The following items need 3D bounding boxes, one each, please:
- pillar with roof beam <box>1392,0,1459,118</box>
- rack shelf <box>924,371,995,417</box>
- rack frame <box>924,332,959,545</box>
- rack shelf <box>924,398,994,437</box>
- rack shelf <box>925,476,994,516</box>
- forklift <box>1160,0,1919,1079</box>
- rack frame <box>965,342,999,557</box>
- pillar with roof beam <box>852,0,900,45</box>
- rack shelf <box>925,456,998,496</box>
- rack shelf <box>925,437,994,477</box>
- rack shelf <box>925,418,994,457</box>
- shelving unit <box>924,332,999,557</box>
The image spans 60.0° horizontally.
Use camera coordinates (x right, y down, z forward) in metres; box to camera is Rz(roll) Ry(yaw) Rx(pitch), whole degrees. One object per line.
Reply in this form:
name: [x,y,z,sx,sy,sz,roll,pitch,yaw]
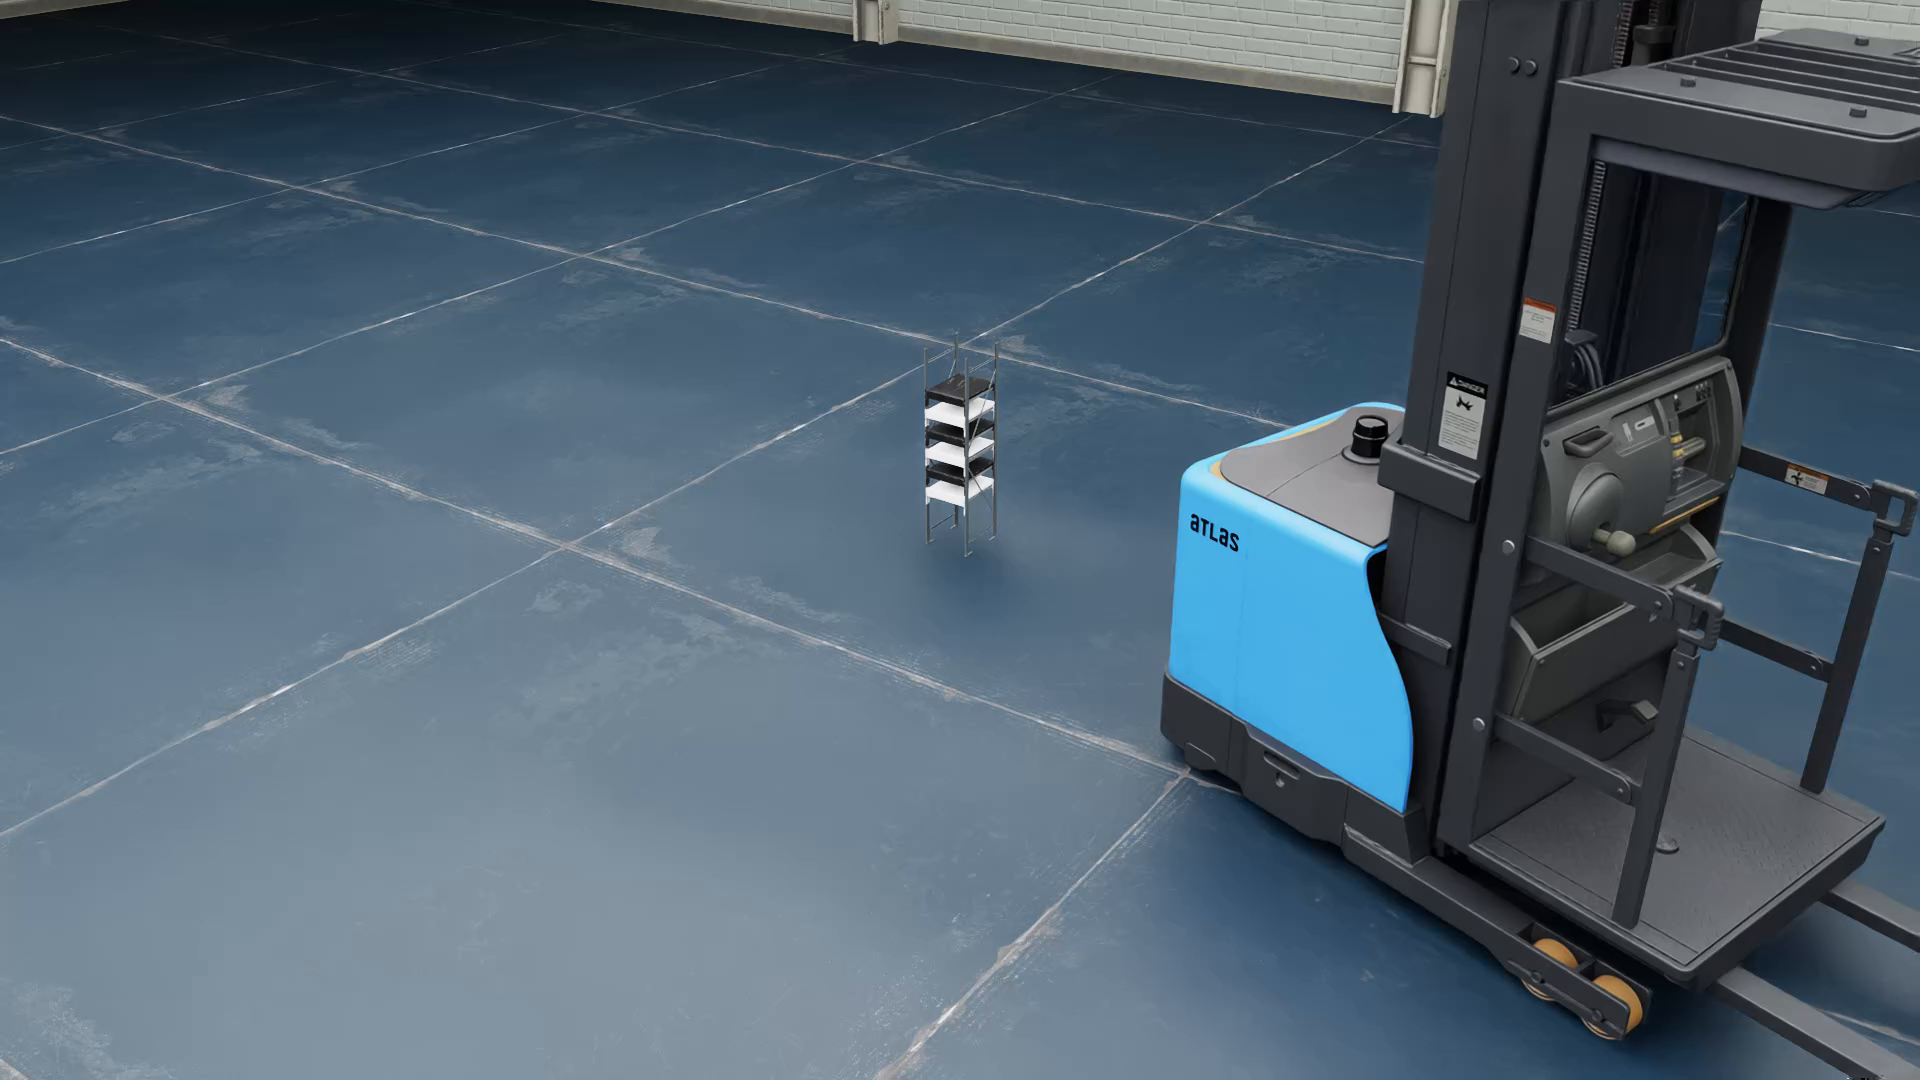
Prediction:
pillar with roof beam: [1.621,-6.179,9.469,0.400,9.000,9.100,17,32,30]
rack shelf: [0.007,-0.610,6.934,0.200,0.077,0.258,17,32,30]
rack frame: [-0.077,-0.425,7.093,0.006,0.900,0.240,17,32,30]
rack shelf: [0.007,-0.530,6.975,0.200,0.077,0.258,17,32,30]
rack shelf: [0.007,-0.209,7.139,0.200,0.077,0.258,17,32,30]
forklift: [2.001,-0.195,4.401,1.130,2.935,3.031,-20,33,-33]
rack frame: [0.090,-0.373,6.990,0.006,0.900,0.240,17,32,30]
pillar with roof beam: [-3.325,-7.719,12.497,0.400,9.000,9.100,17,32,30]
rack shelf: [0.007,-0.289,7.098,0.200,0.077,0.258,17,32,30]
rack shelf: [0.007,-0.369,7.057,0.200,0.077,0.258,17,32,30]
rack shelf: [0.007,-0.449,7.016,0.200,0.077,0.258,17,32,30]
shelving unit: [0.007,-0.399,7.042,0.210,0.900,0.258,17,32,30]
